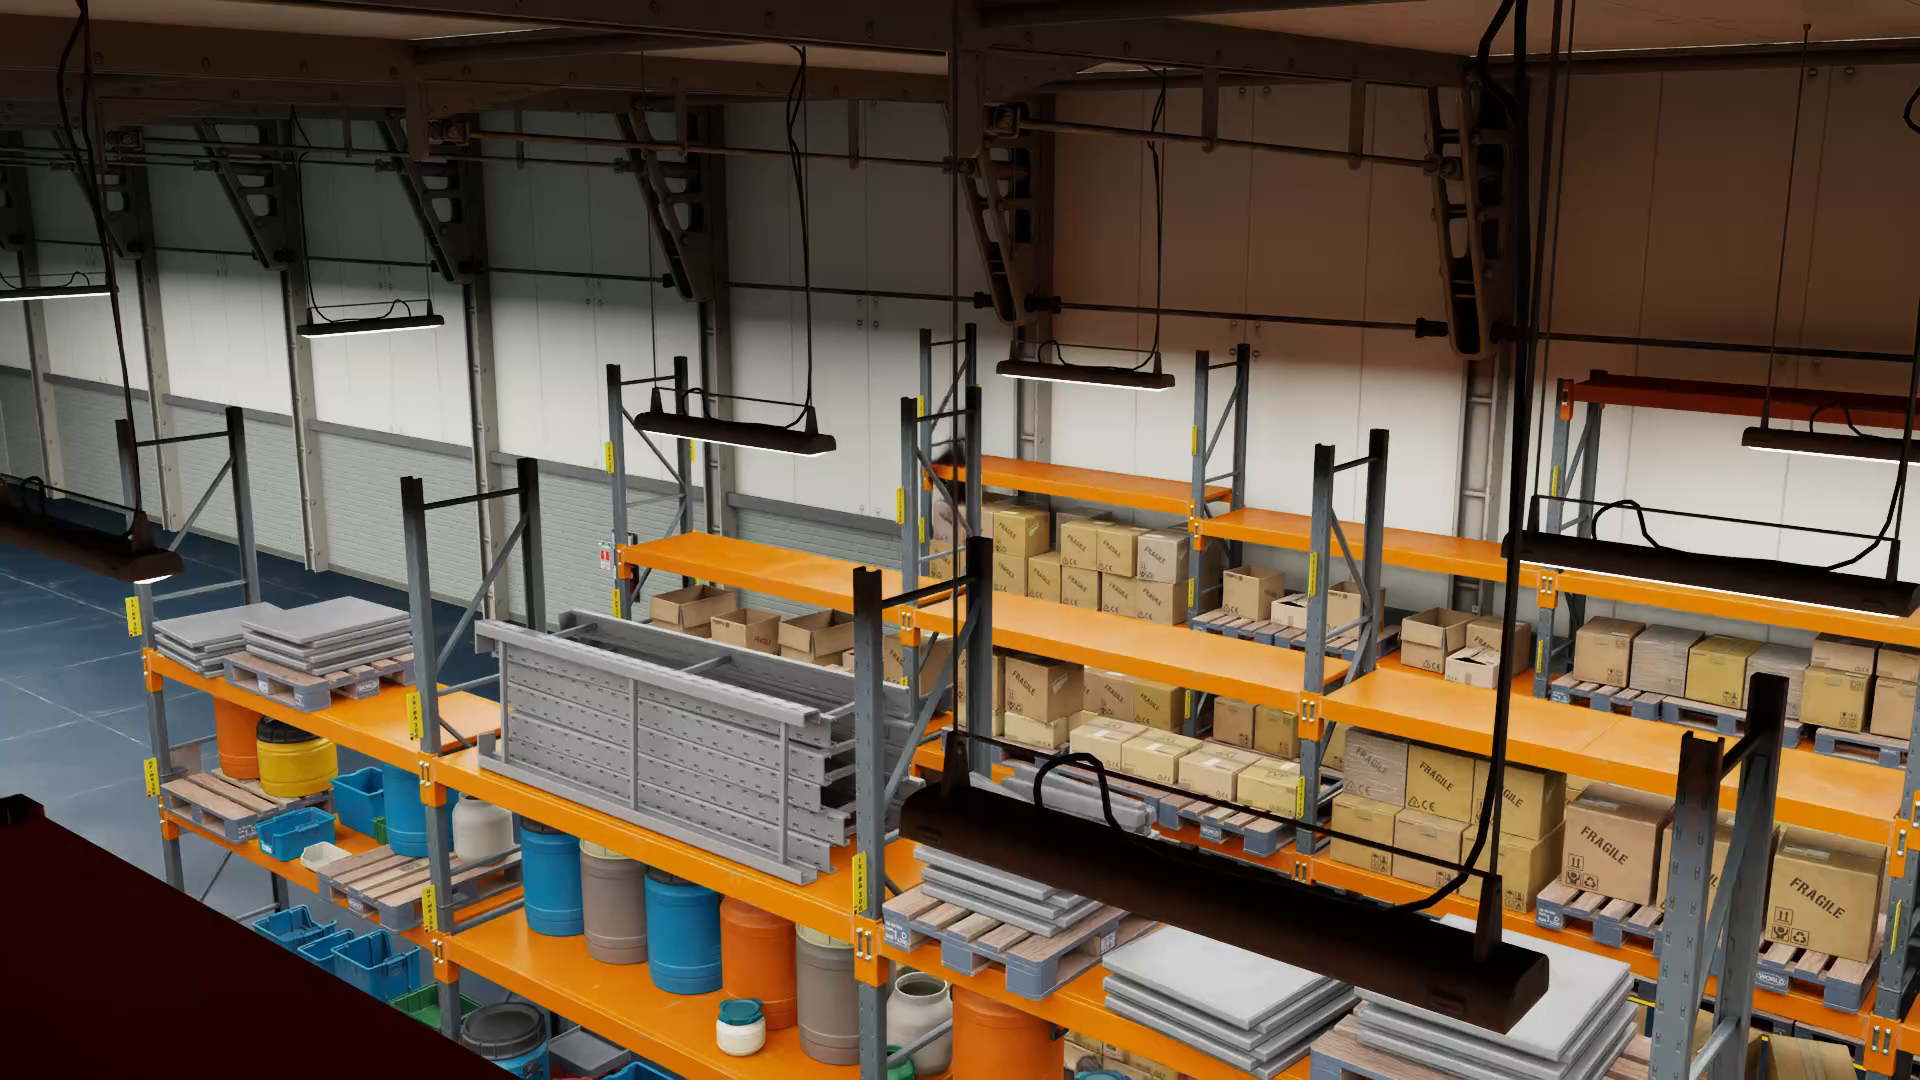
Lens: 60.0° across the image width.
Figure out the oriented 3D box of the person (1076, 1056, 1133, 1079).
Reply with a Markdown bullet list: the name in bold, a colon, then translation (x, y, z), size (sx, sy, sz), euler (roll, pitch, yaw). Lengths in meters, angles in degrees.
- **person**: translation (1.210, 4.616, 12.541), size (0.595, 1.413, 0.955), euler (-11, 17, -40)
